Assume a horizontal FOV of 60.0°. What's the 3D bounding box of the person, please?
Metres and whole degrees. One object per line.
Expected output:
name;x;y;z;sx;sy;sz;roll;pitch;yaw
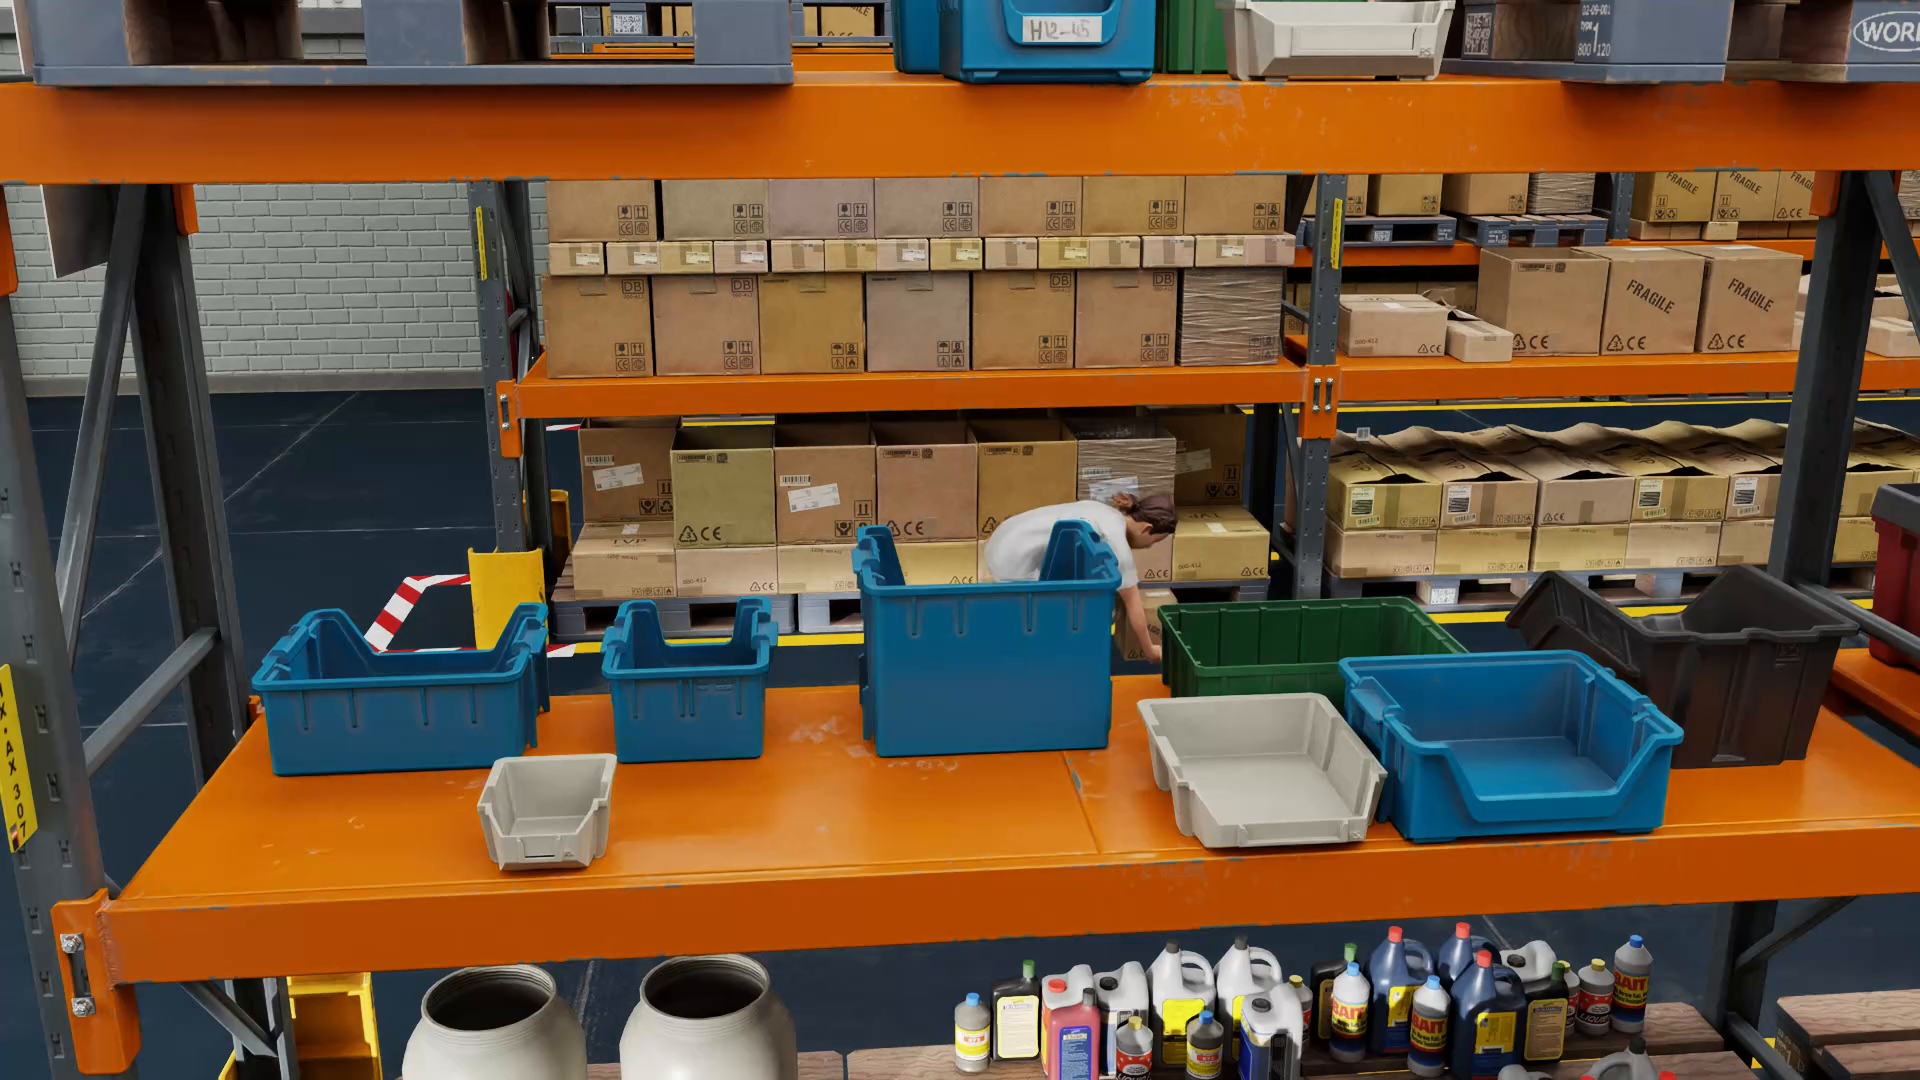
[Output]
person;0.538;0.272;7.404;0.865;0.948;0.475;-3;17;-9
